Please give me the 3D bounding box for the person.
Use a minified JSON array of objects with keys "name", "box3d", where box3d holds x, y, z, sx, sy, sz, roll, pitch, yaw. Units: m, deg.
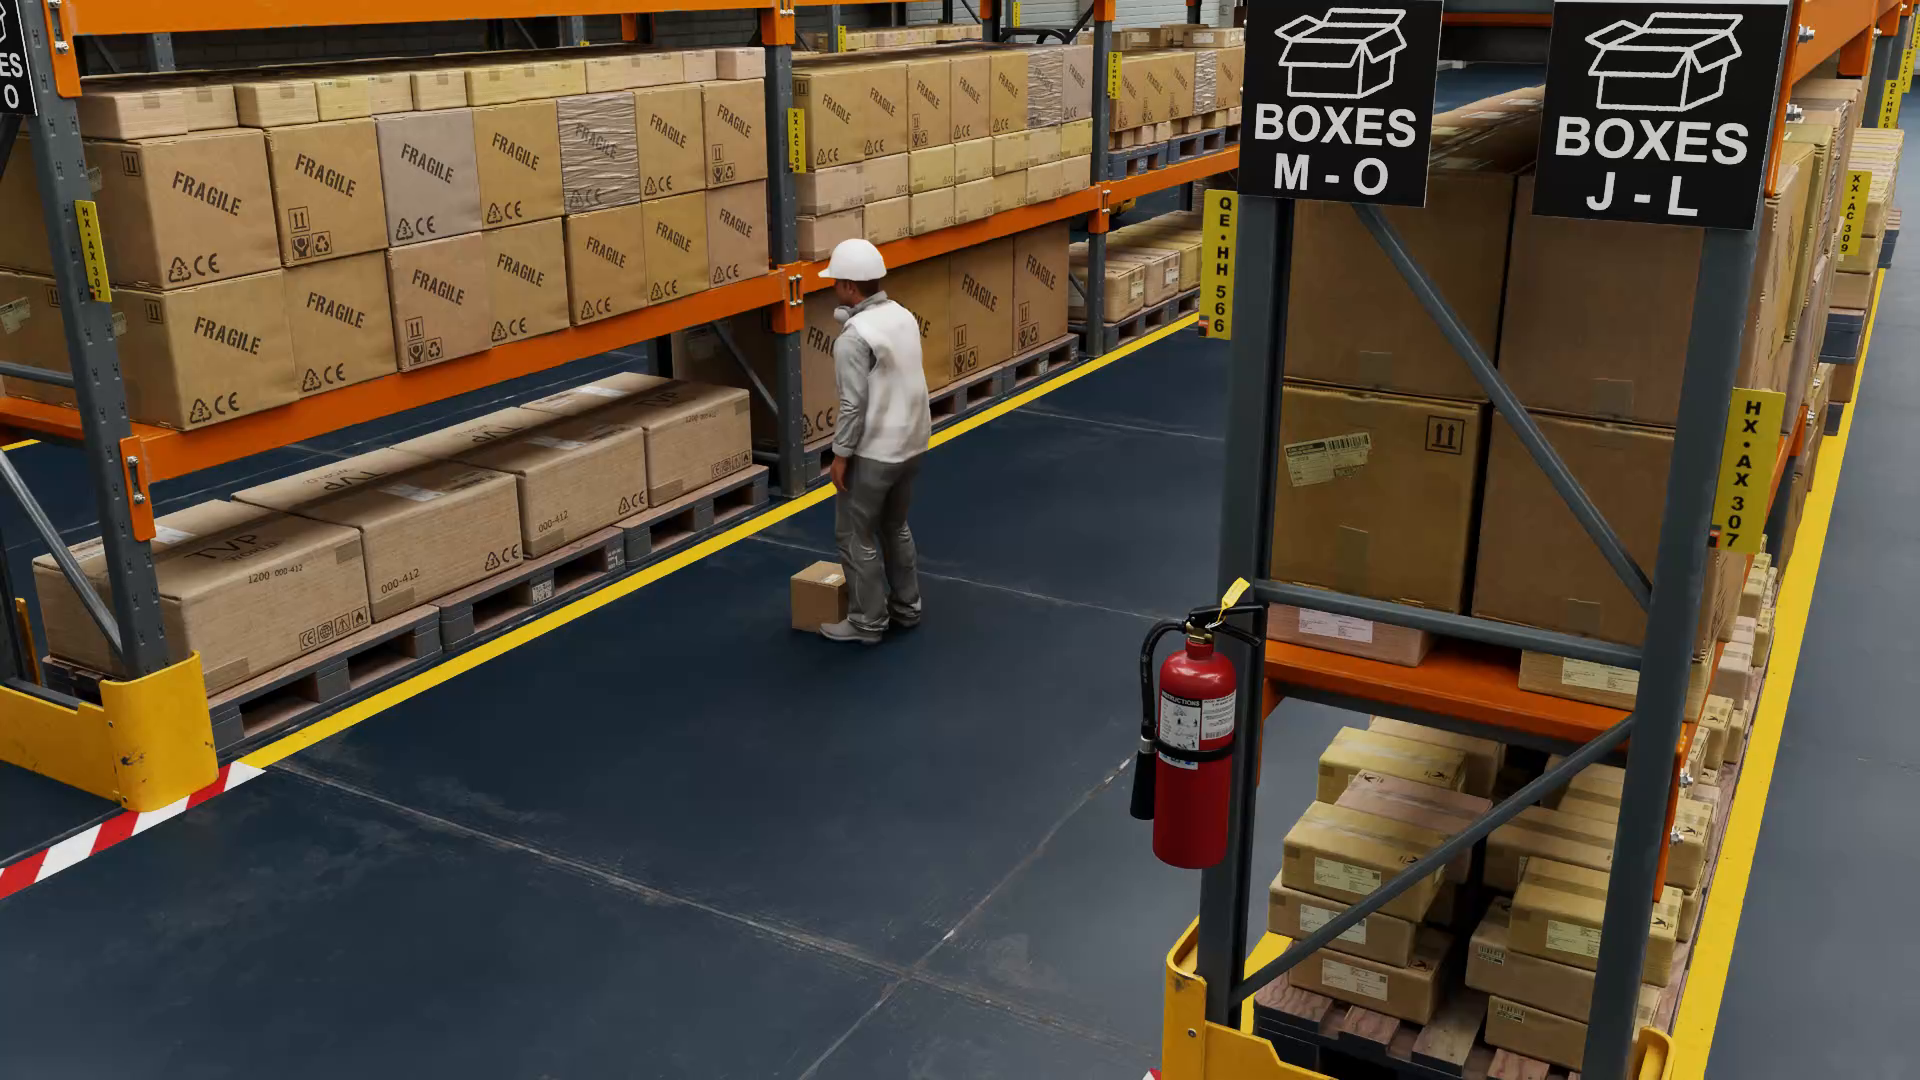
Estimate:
[{"name":"person","box3d":[-0.369,-0.412,7.206,0.465,1.771,0.581,10,22,27]}]
